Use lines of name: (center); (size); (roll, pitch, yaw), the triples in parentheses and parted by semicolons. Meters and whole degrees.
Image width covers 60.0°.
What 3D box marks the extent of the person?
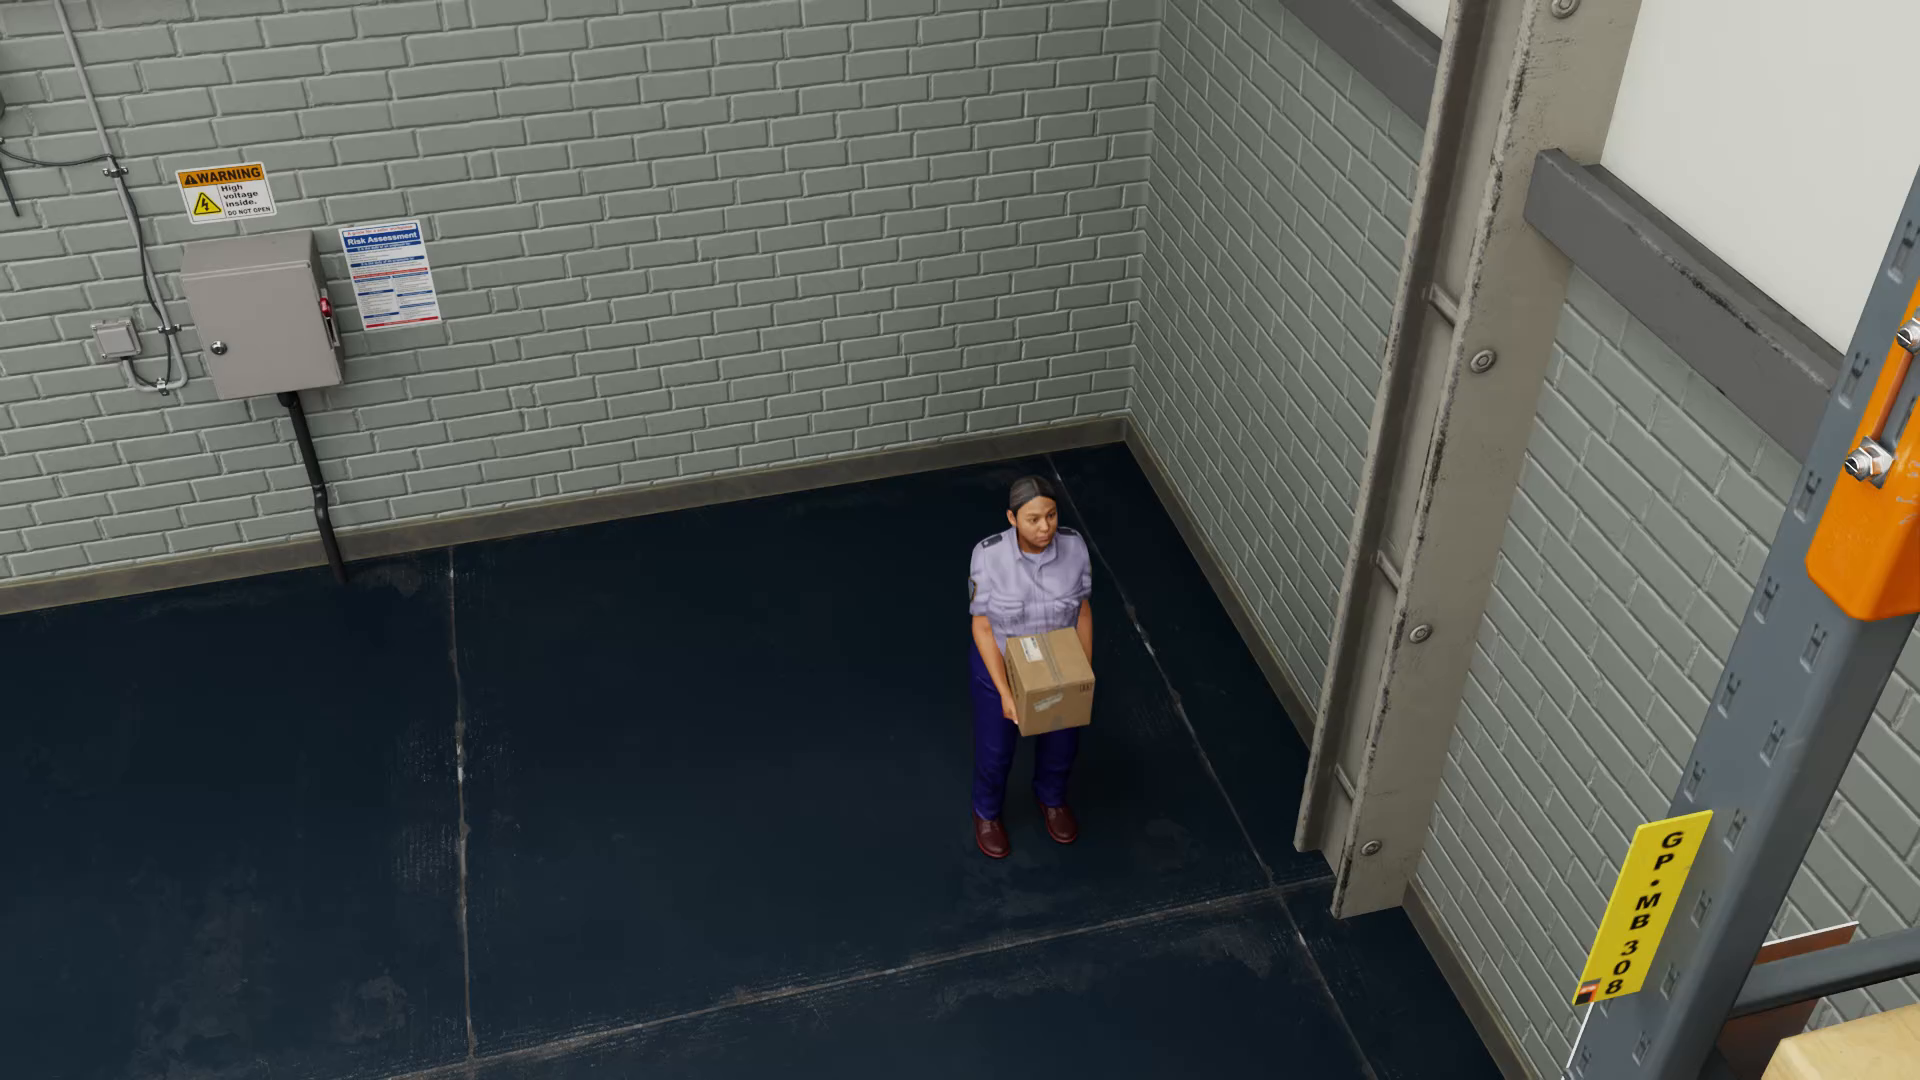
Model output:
person: (0.271, 0.522, 6.077); (0.452, 1.634, 0.518); (-9, 39, -11)
